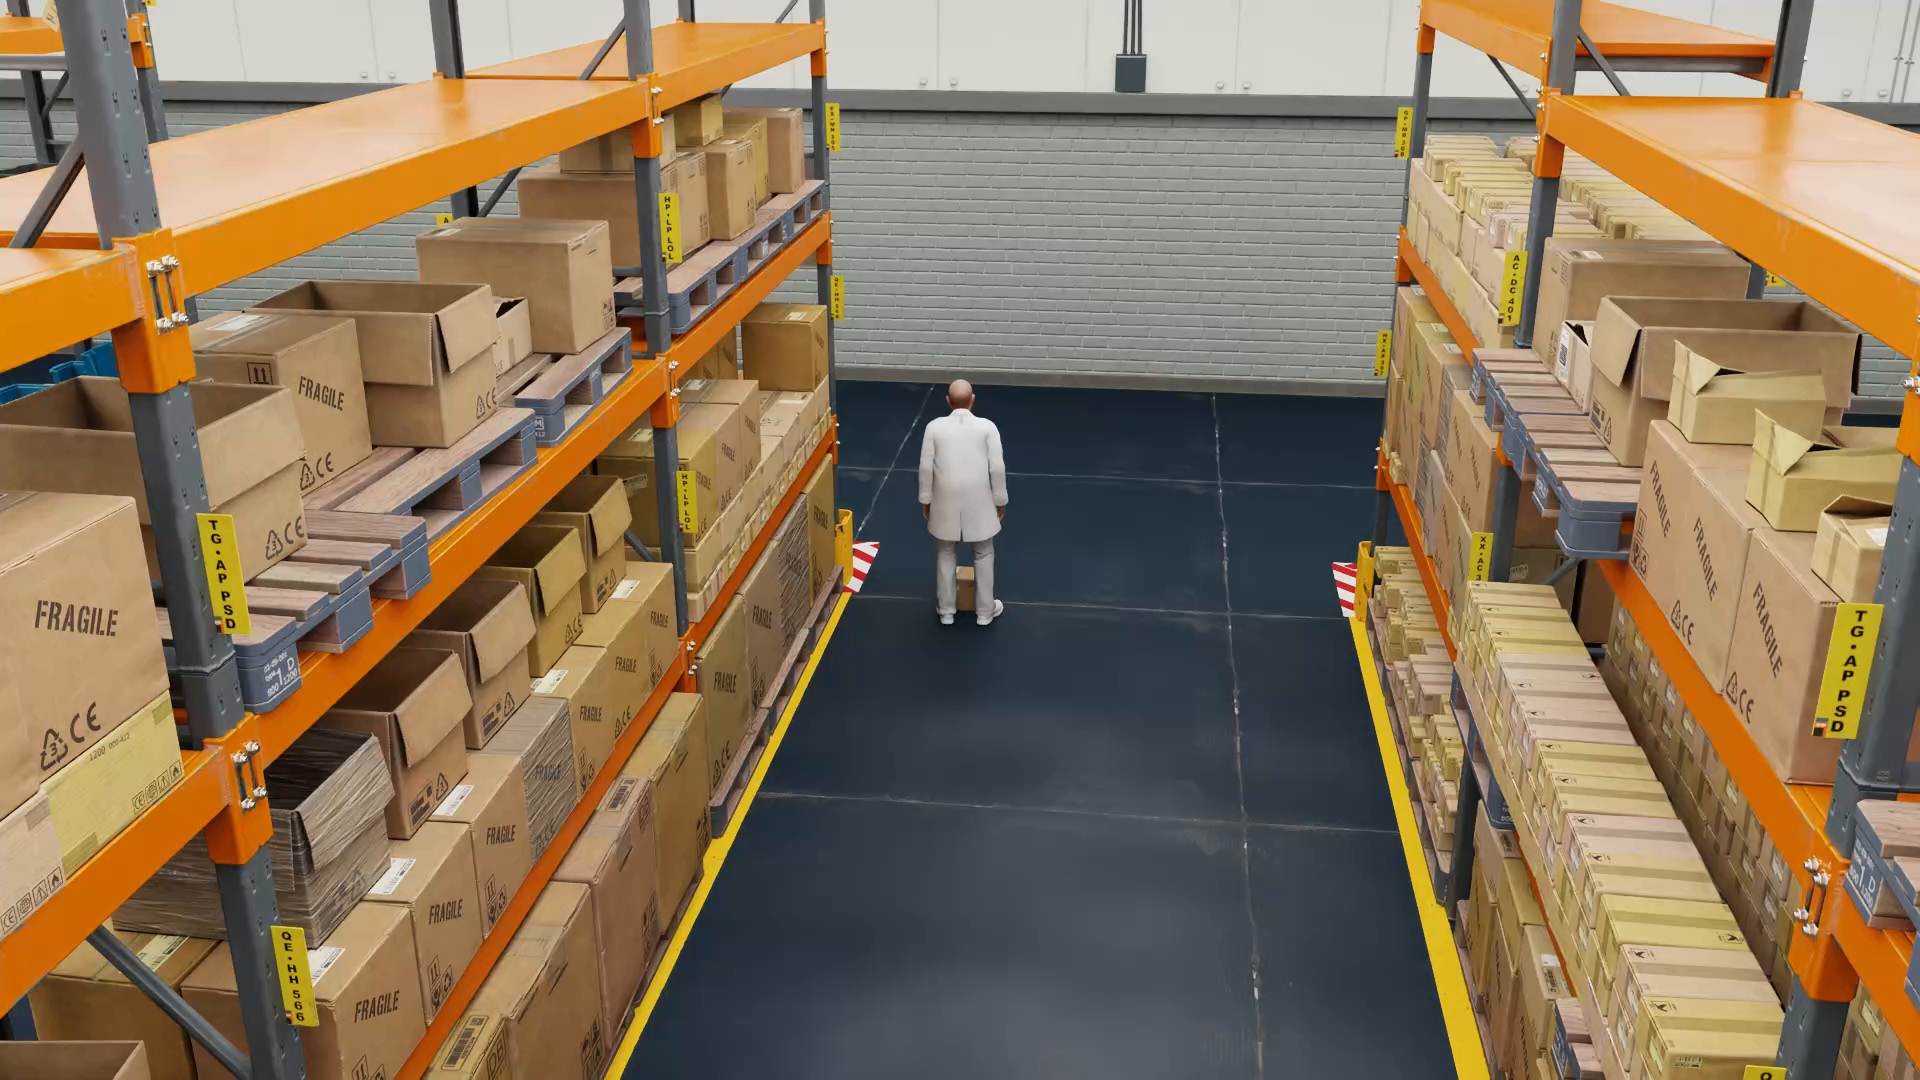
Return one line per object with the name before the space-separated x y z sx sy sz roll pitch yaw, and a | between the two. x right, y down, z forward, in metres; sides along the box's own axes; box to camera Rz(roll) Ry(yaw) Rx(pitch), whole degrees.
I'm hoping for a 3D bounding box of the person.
person | 0.023 -0.264 11.795 0.640 1.773 0.428 2 21 5
